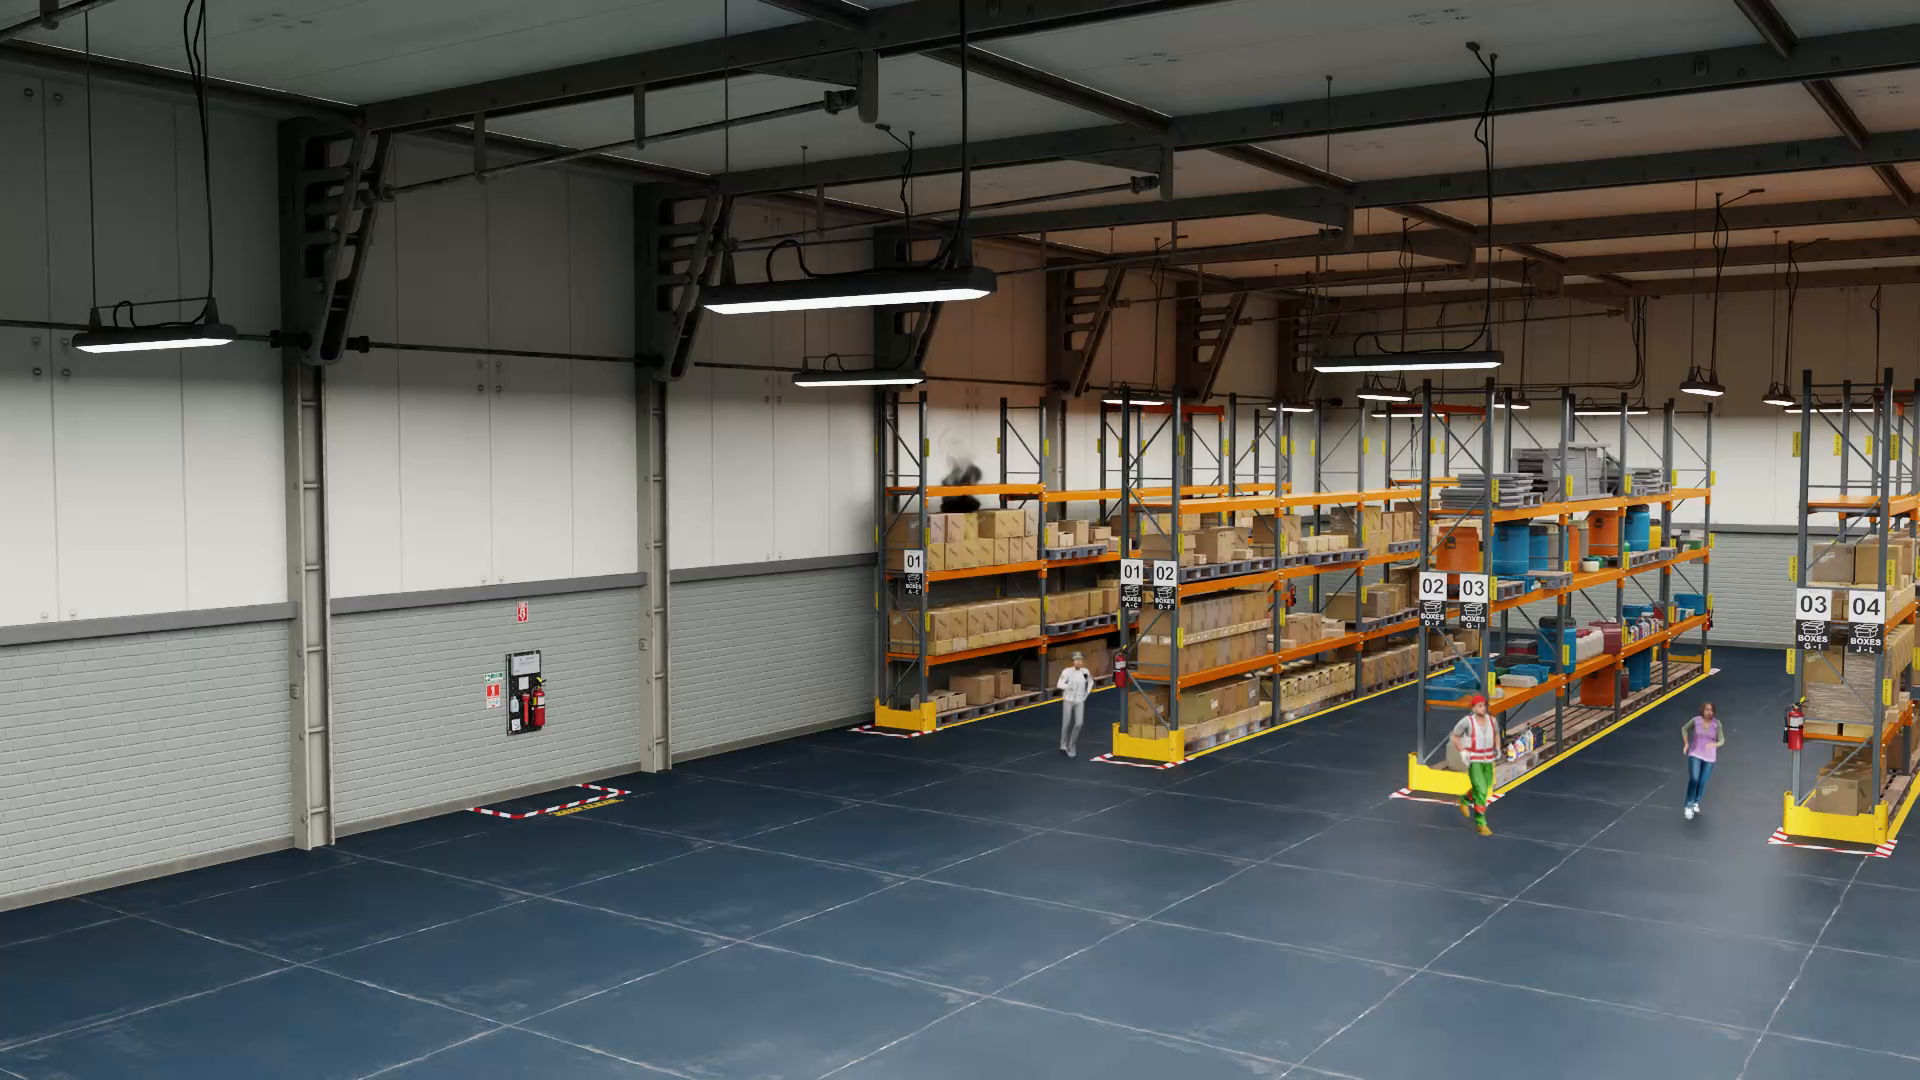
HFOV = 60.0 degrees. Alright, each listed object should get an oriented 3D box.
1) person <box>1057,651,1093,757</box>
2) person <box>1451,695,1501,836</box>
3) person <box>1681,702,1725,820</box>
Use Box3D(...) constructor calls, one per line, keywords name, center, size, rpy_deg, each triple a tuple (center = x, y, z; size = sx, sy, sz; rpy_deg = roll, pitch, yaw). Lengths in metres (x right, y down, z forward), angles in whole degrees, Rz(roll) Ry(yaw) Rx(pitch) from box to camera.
Box3D(name="person", center=(1.884, 2.670, 27.092), size=(0.612, 1.740, 0.703), rpy_deg=(0, 3, -2))
Box3D(name="person", center=(6.763, 2.909, 21.794), size=(0.652, 1.799, 0.814), rpy_deg=(-1, 3, -14))
Box3D(name="person", center=(10.035, 2.980, 22.508), size=(0.487, 1.618, 0.683), rpy_deg=(1, 3, 18))
